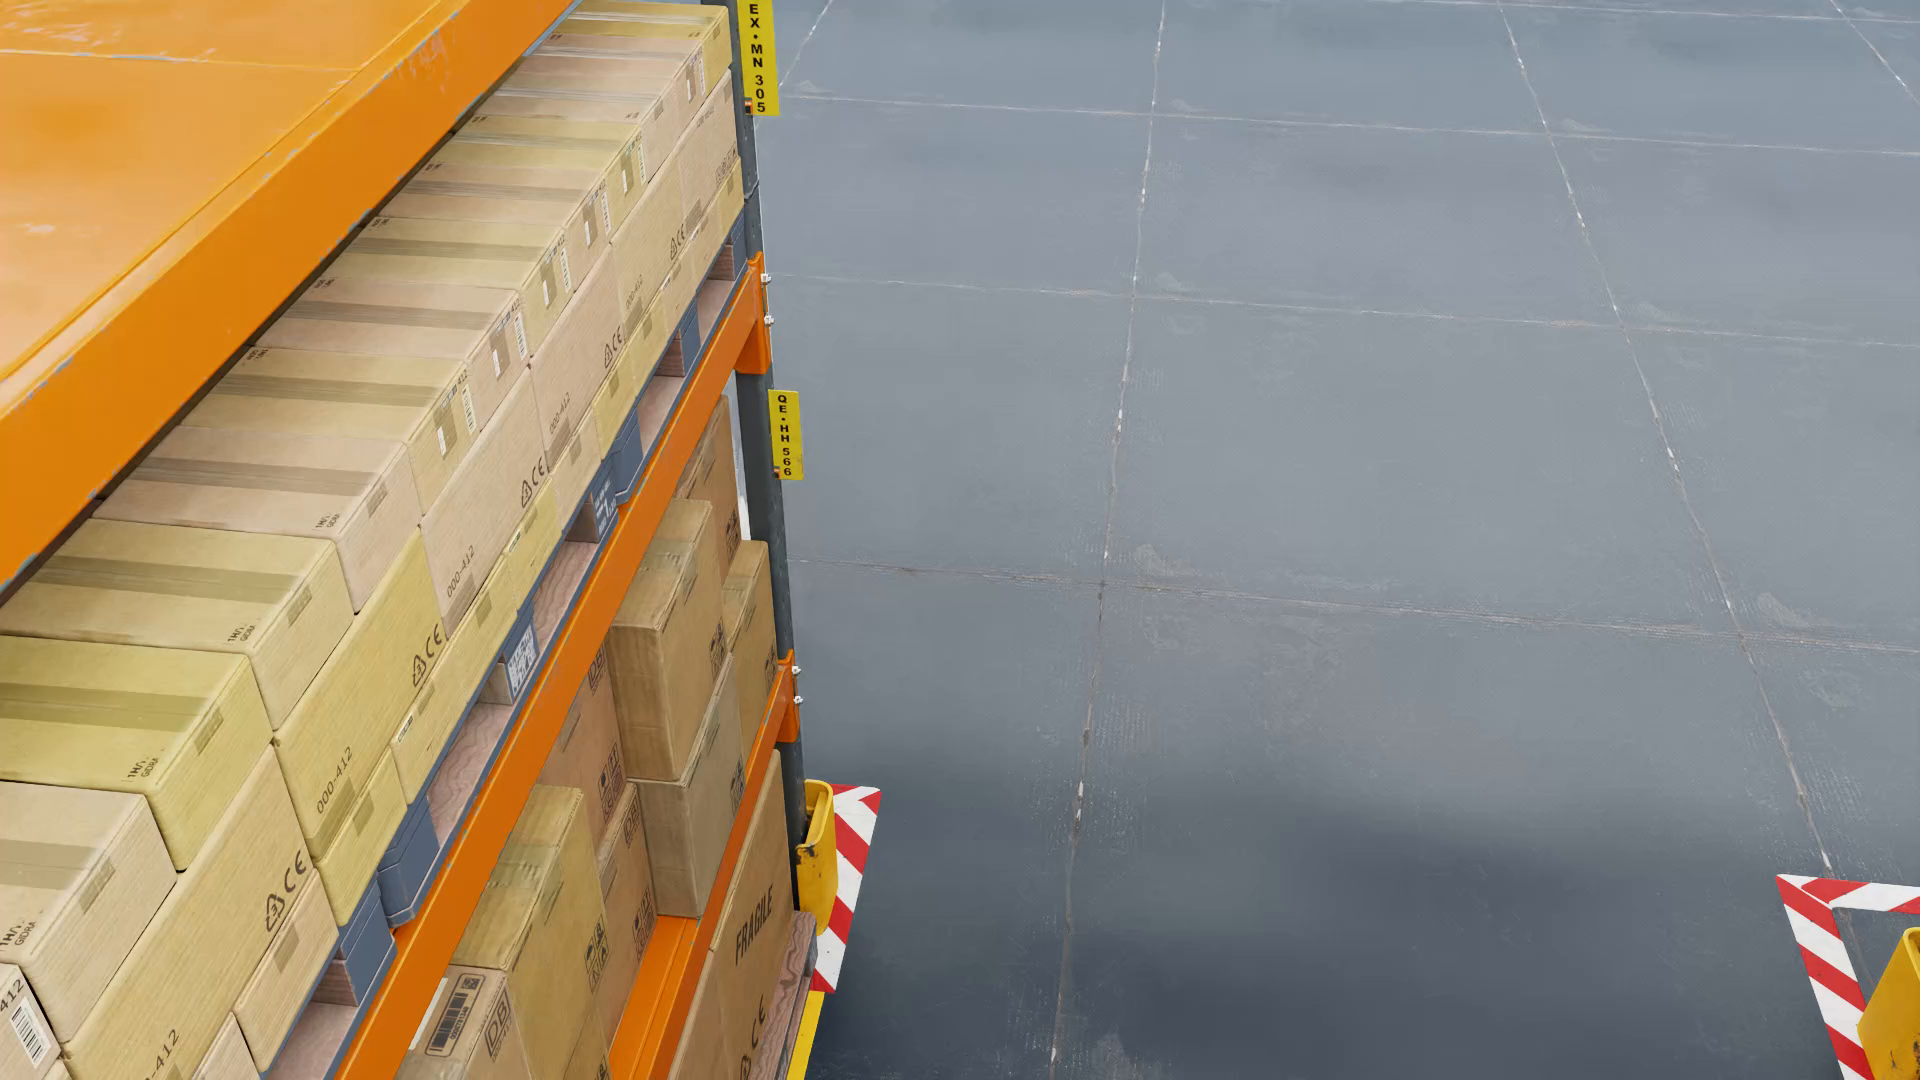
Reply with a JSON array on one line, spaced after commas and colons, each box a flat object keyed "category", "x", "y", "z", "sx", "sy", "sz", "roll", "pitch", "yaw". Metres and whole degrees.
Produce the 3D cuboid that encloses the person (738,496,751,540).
[{"category": "person", "x": -1.380, "y": 0.049, "z": 7.744, "sx": 0.907, "sy": 0.788, "sz": 0.458, "roll": 4, "pitch": 36, "yaw": 5}]
